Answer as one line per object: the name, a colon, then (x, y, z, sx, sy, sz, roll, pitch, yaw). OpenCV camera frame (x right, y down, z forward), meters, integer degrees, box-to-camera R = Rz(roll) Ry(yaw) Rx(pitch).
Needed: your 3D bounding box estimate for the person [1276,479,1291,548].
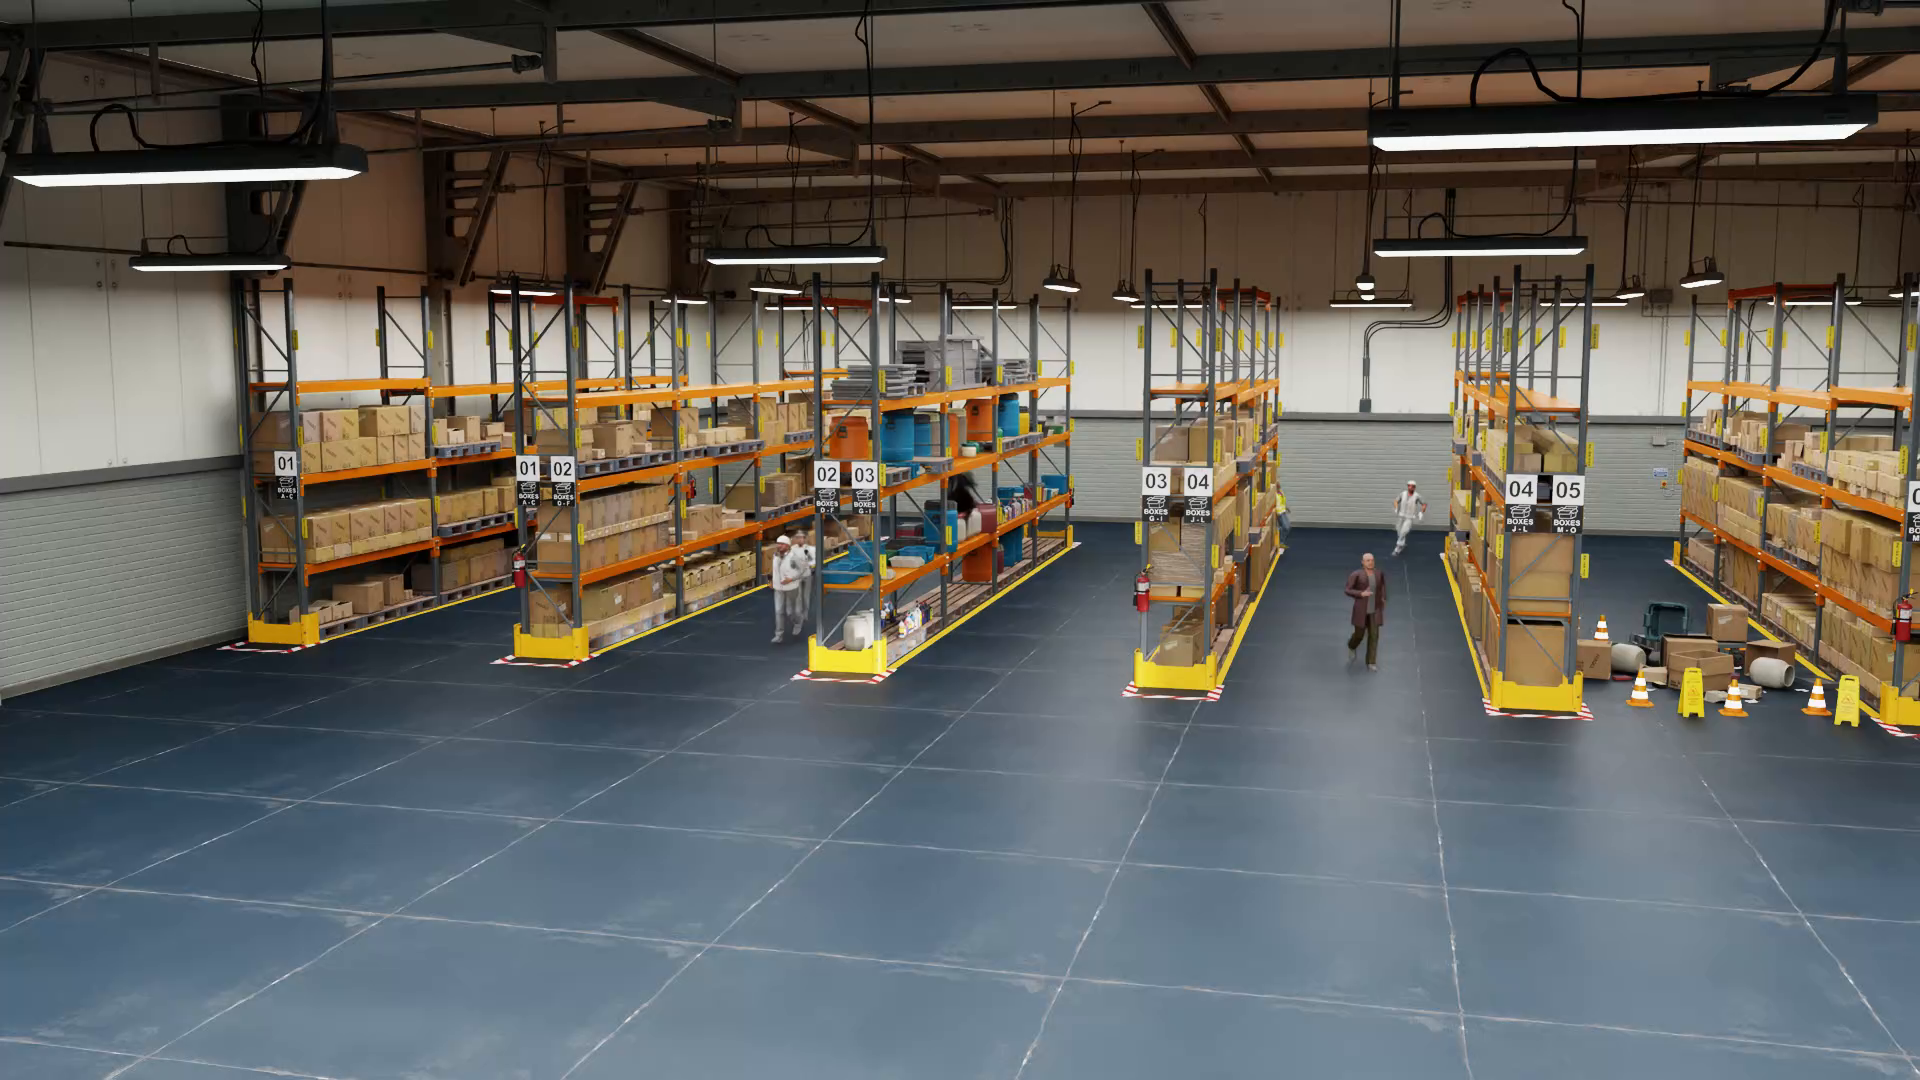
person: (7.717, -0.643, 40.135, 0.516, 1.718, 0.760, 5, 8, 36)

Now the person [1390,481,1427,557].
person: (10.371, -0.505, 38.548, 0.716, 1.748, 0.987, 5, 9, 37)

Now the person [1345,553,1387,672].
person: (6.185, 1.074, 25.351, 0.718, 1.761, 0.965, -1, 7, -6)

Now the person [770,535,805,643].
person: (-2.865, 0.791, 27.582, 0.659, 1.753, 0.910, 3, 7, 22)

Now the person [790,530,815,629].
person: (-2.741, 0.667, 29.201, 0.592, 1.730, 0.840, 0, 7, 1)
